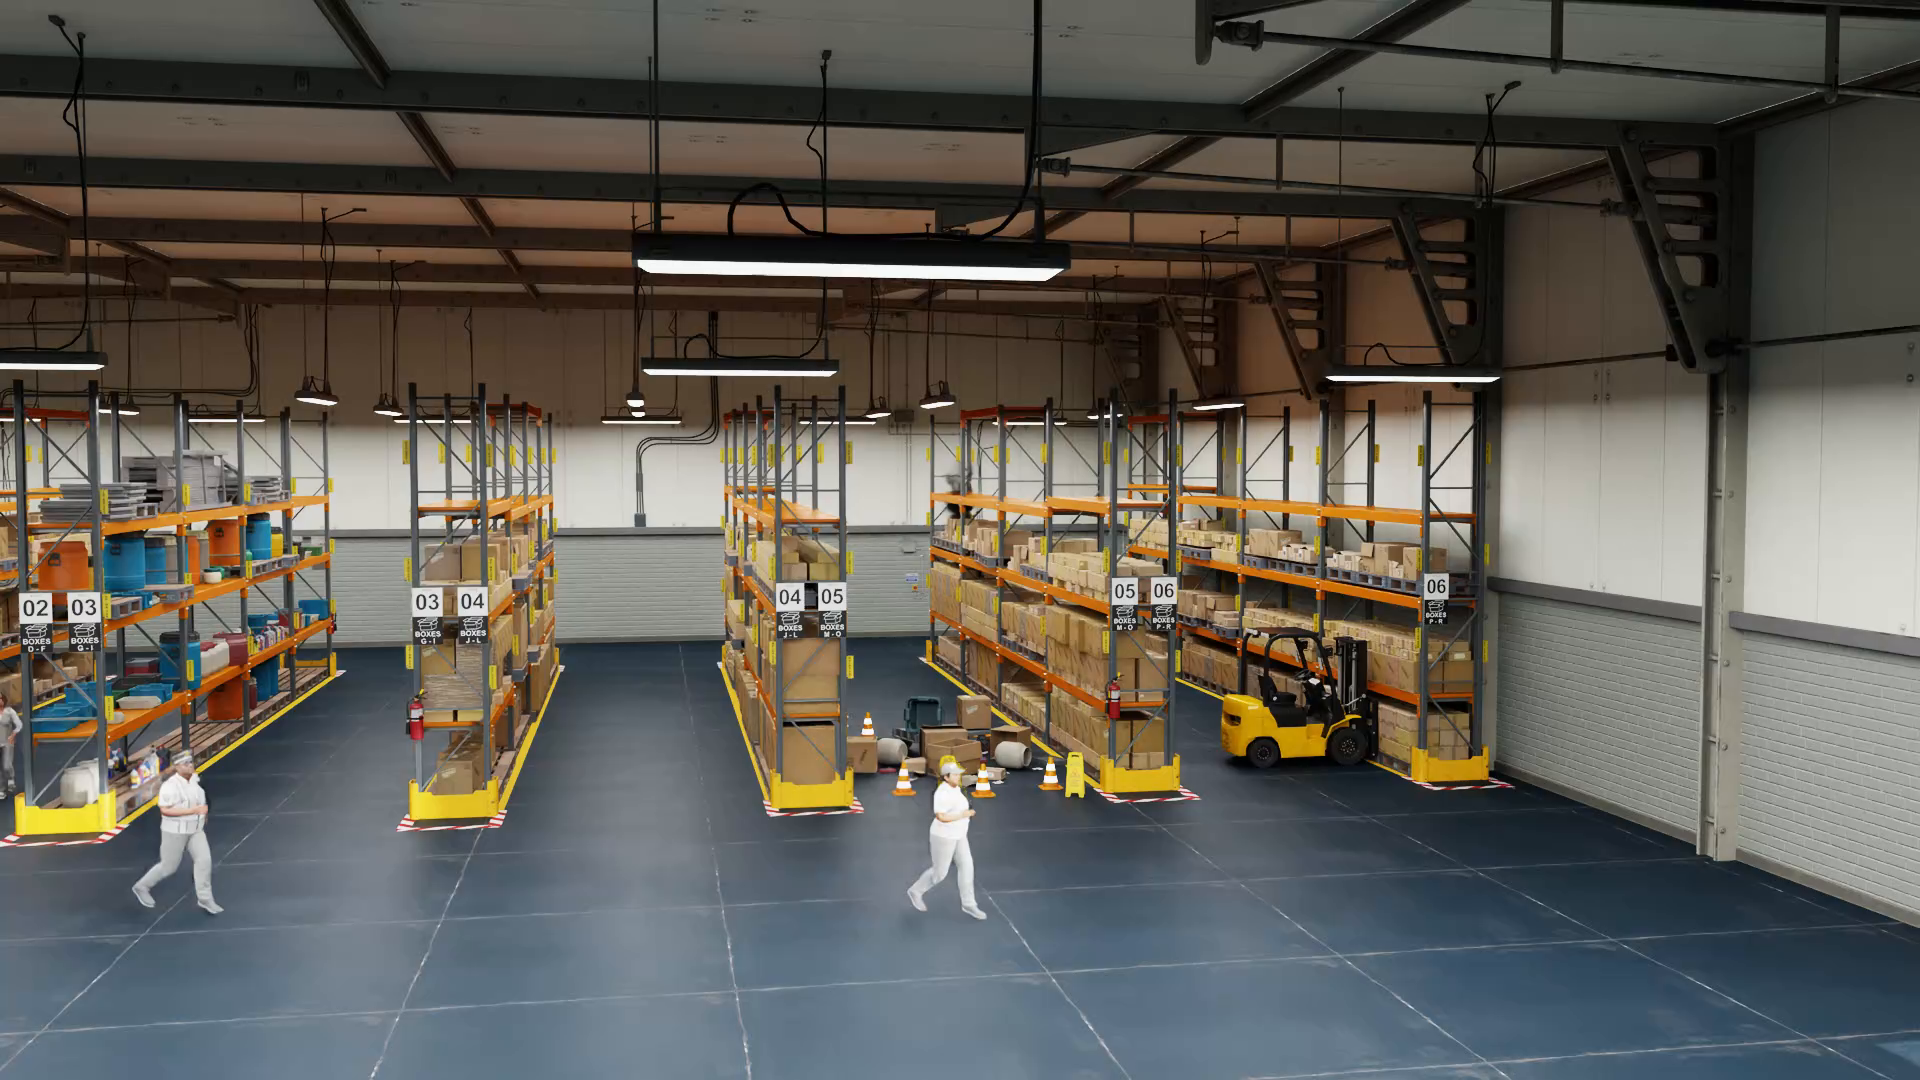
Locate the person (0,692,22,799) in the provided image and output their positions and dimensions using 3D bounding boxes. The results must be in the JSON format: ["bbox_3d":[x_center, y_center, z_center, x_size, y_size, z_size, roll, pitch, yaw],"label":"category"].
[{"bbox_3d":[-13.981,2.996,24.230,0.532,1.551,0.559,-1,3,-20],"label":"person"}]

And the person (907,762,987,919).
[{"bbox_3d":[-0.142,3.240,18.011,0.903,1.664,0.632,1,3,26],"label":"person"}]

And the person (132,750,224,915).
[{"bbox_3d":[-8.551,3.192,18.222,0.982,1.813,0.671,1,3,17],"label":"person"}]
